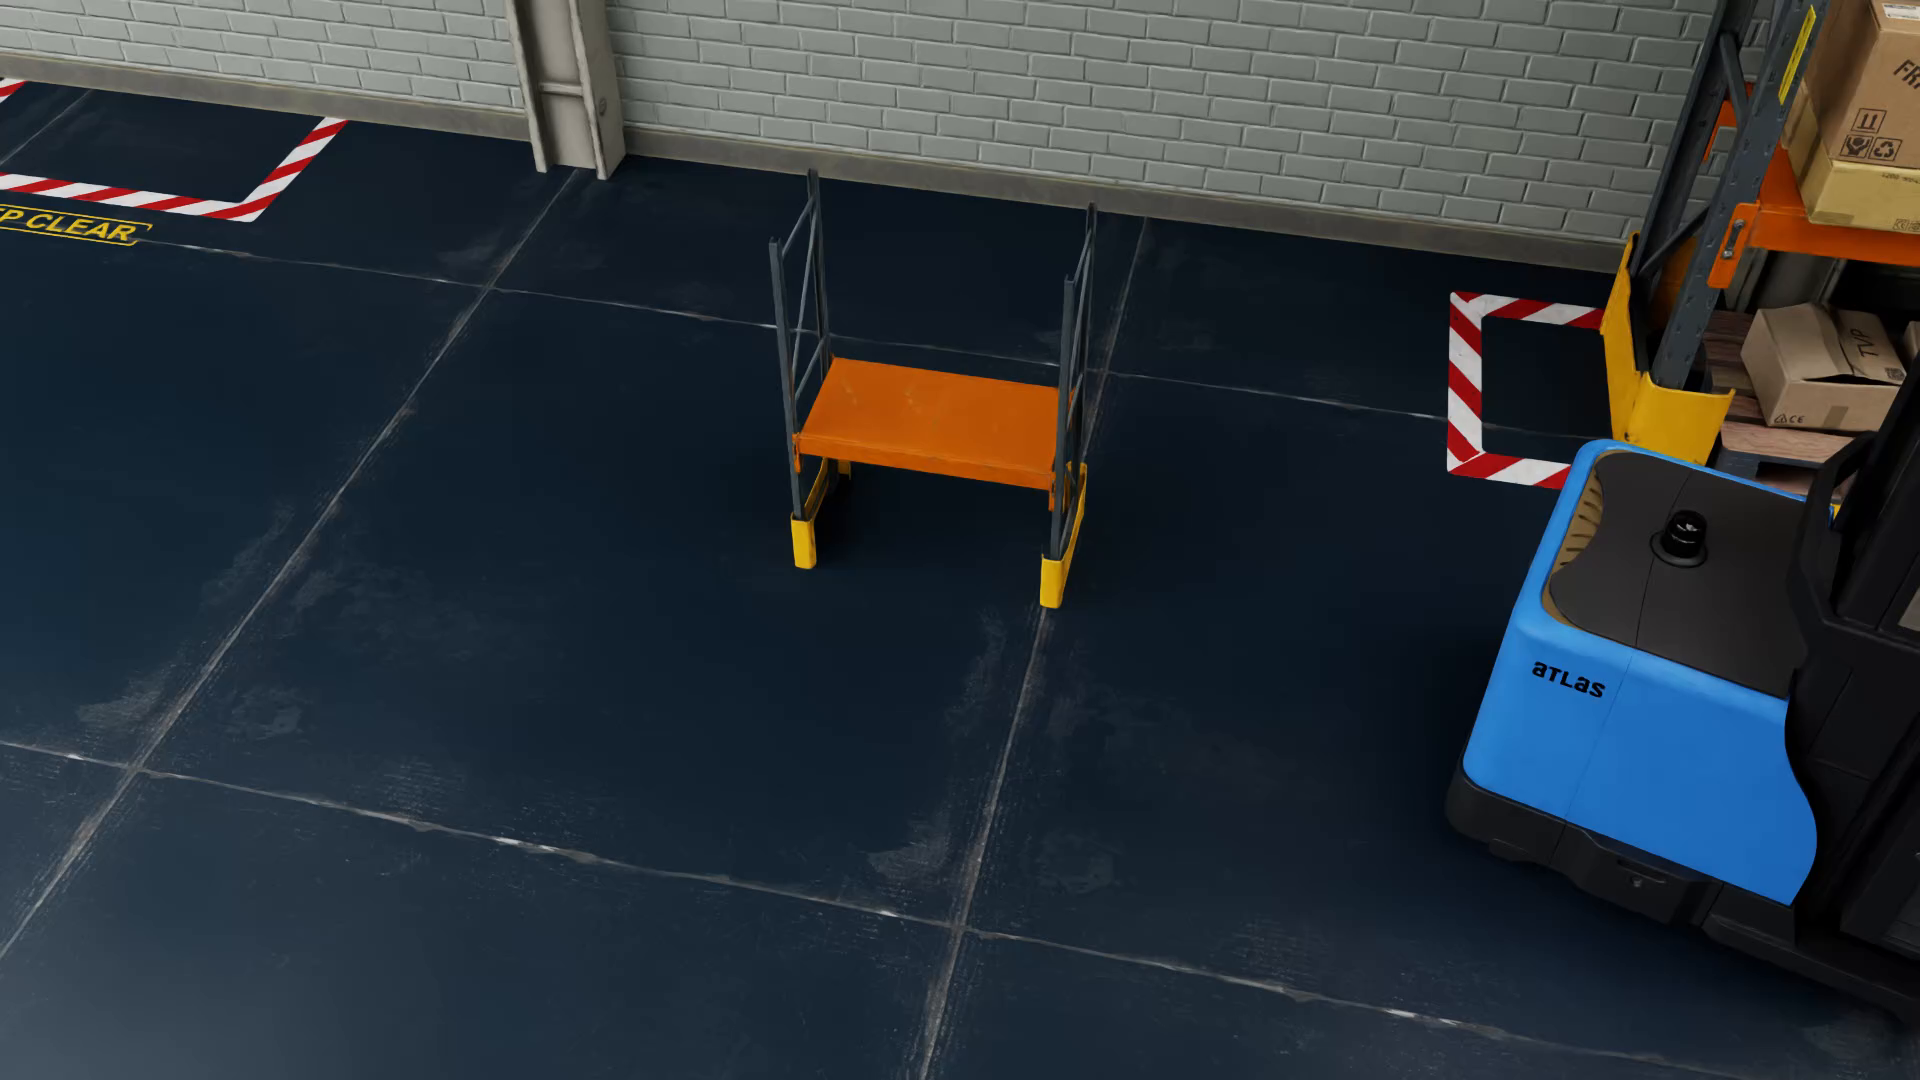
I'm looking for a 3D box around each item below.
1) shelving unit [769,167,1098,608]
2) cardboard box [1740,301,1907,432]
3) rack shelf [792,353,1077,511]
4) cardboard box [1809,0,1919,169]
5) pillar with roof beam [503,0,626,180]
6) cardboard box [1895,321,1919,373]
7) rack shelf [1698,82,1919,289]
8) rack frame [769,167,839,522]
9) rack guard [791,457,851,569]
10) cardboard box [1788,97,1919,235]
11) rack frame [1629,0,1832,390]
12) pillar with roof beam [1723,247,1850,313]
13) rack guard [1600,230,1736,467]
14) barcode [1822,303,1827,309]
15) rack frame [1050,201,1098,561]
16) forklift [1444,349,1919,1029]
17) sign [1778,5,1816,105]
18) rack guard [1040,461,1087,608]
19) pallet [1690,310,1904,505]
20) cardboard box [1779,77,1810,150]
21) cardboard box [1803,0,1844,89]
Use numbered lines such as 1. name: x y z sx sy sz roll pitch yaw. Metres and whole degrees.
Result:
1. shelving unit: -0.074 -0.552 6.242 1.083 1.500 0.587 9 45 9
2. cardboard box: 3.632 -0.736 6.973 0.500 0.311 0.500 4 44 4
3. rack shelf: -0.083 -0.424 6.368 1.000 0.185 0.538 9 45 9
4. cardboard box: 3.377 -1.659 5.864 0.500 0.500 0.500 9 45 9
5. pillar with roof beam: -2.947 -2.347 2.700 0.400 9.000 9.100 9 45 9
6. cardboard box: 4.188 -0.649 6.883 0.500 0.311 0.500 12 45 12
7. rack shelf: 4.928 -1.149 6.300 4.000 0.370 1.077 9 45 9
8. rack frame: -0.579 -0.630 6.323 0.032 1.500 0.500 9 45 9
9. rack guard: -0.560 -0.177 6.754 0.087 0.250 0.587 9 45 9
10. cardboard box: 3.383 -1.376 6.110 0.500 0.250 0.500 8 44 8
11. rack frame: 2.976 -1.711 6.365 0.127 3.000 1.000 9 45 9
12. pillar with roof beam: 2.908 -1.439 1.756 0.400 9.000 9.100 9 45 9
13. rack guard: 3.050 -0.799 7.220 0.348 0.500 1.175 9 45 9
14. barcode: 3.737 -1.007 7.248 0.075 0.075 0.001 9 45 9
15. rack frame: 0.413 -0.476 6.163 0.032 1.500 0.500 9 45 9
16. forklift: 3.199 0.134 4.497 3.031 2.935 1.130 20 48 20
17. sign: 2.858 -1.656 5.683 0.005 0.325 0.100 9 45 9
18. rack guard: 0.412 -0.026 6.597 0.087 0.250 0.587 9 45 9
19. pallet: 3.836 -0.548 7.168 1.213 0.211 1.003 9 45 9
20. cardboard box: 3.475 -1.725 6.473 0.500 0.250 0.500 9 45 10
21. cardboard box: 3.483 -2.007 6.225 0.500 0.500 0.500 8 45 9
